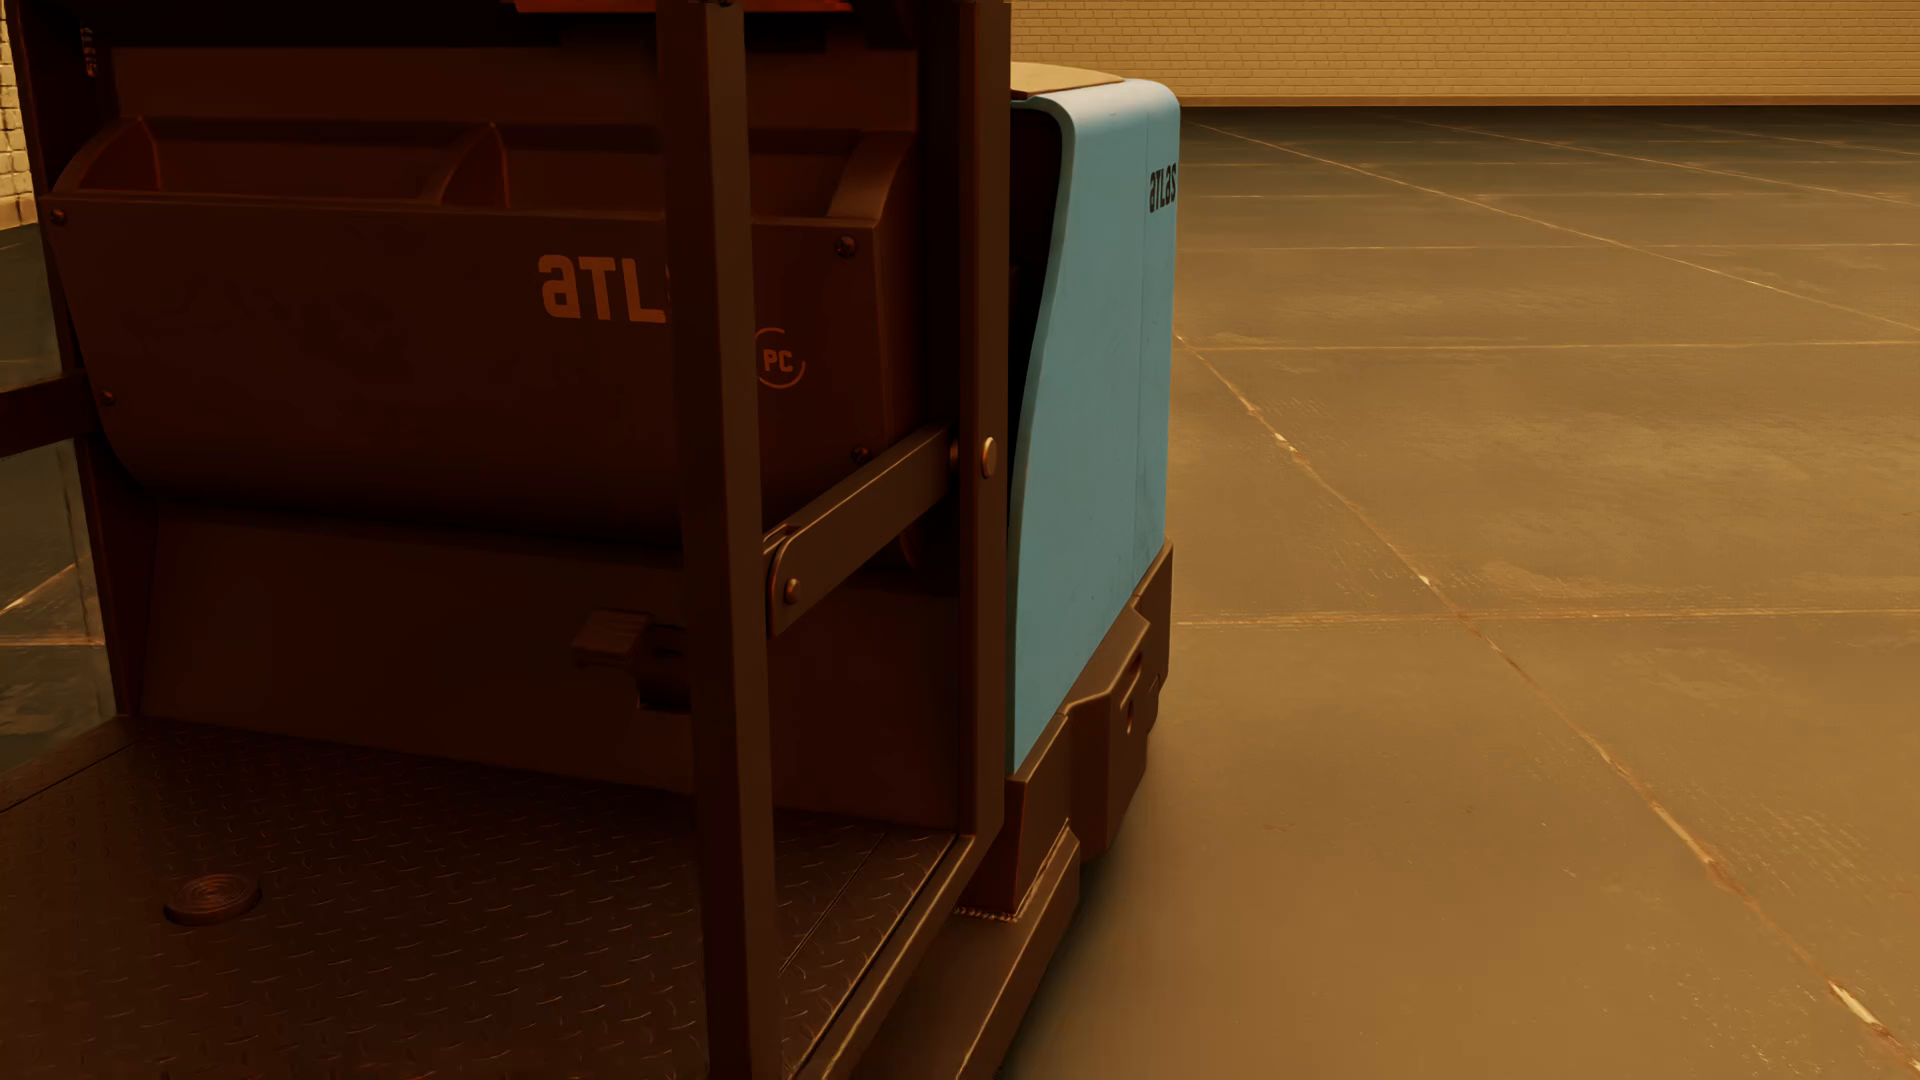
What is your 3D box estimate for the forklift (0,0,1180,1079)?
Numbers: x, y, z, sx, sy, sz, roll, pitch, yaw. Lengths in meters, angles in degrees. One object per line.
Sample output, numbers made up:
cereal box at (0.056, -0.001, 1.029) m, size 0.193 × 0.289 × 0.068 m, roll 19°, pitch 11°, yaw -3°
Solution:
forklift at (-0.559, -0.745, 1.343) m, size 1.130 × 2.935 × 3.031 m, roll 5°, pitch 18°, yaw 16°
